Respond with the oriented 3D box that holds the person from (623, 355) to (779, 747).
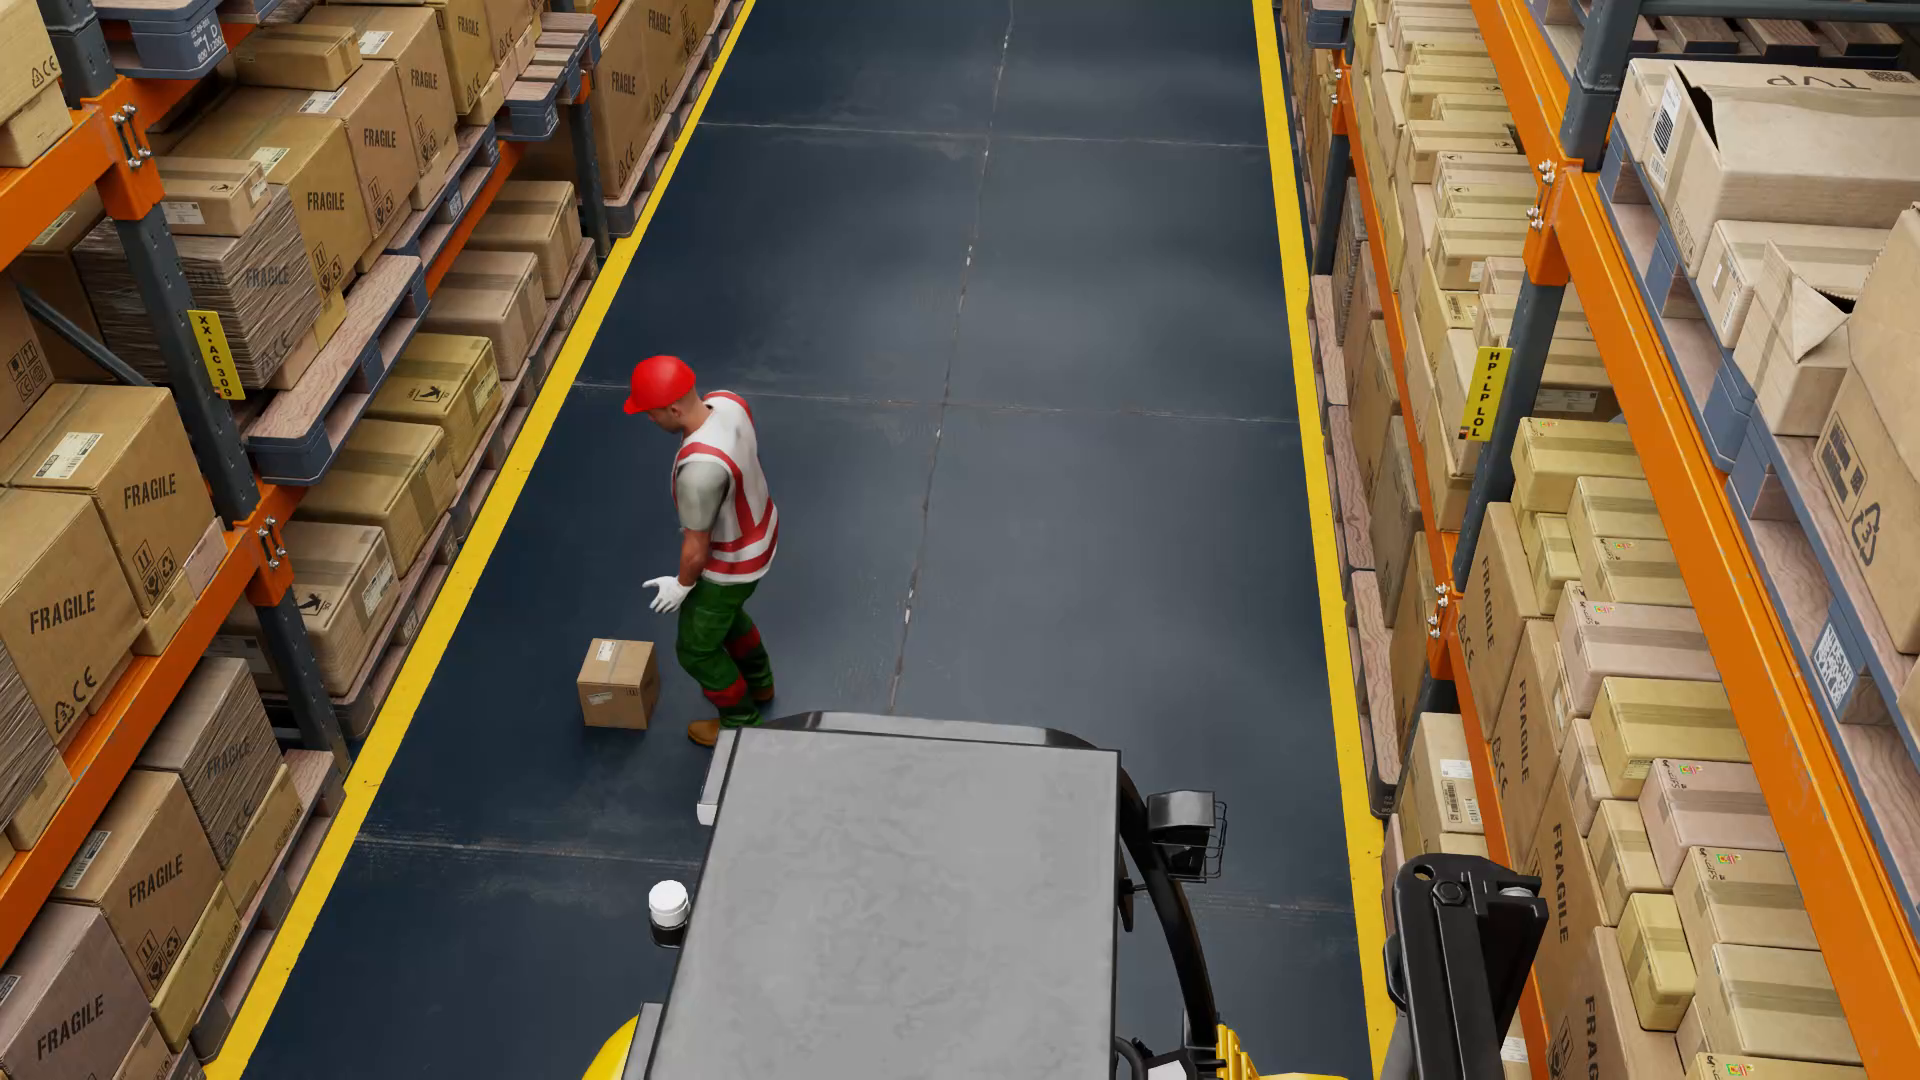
[{"bbox_3d":[-0.914,0.060,6.118,0.477,1.725,0.547,4,40,5],"label":"person"}]
